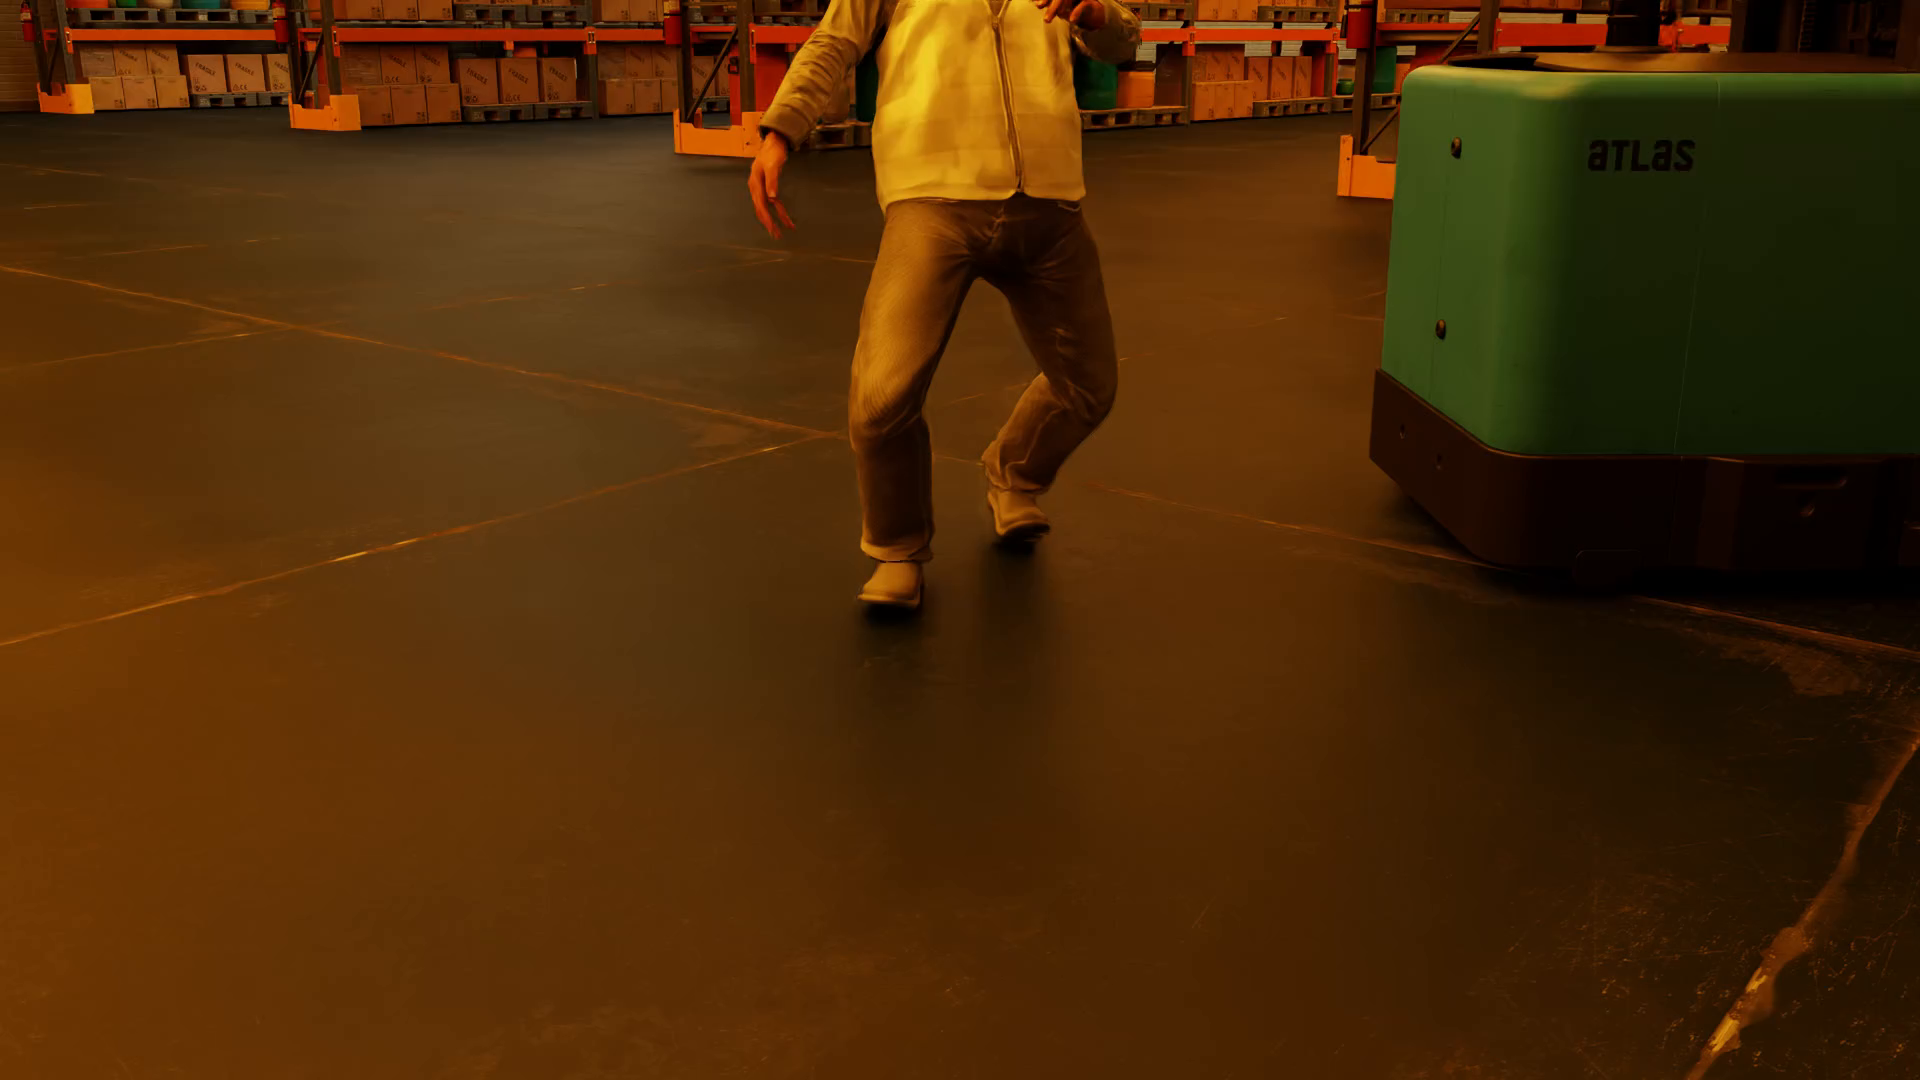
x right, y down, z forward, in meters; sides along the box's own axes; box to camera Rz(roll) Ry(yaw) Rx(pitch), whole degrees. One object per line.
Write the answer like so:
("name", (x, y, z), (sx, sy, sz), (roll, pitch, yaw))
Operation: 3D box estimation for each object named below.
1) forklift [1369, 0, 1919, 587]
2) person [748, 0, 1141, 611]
("forklift", (2.610, -1.437, 3.629), (3.031, 2.935, 1.130), (0, 17, -1))
("person", (-0.018, -0.671, 3.349), (0.837, 1.609, 0.843), (-9, 19, -26))
